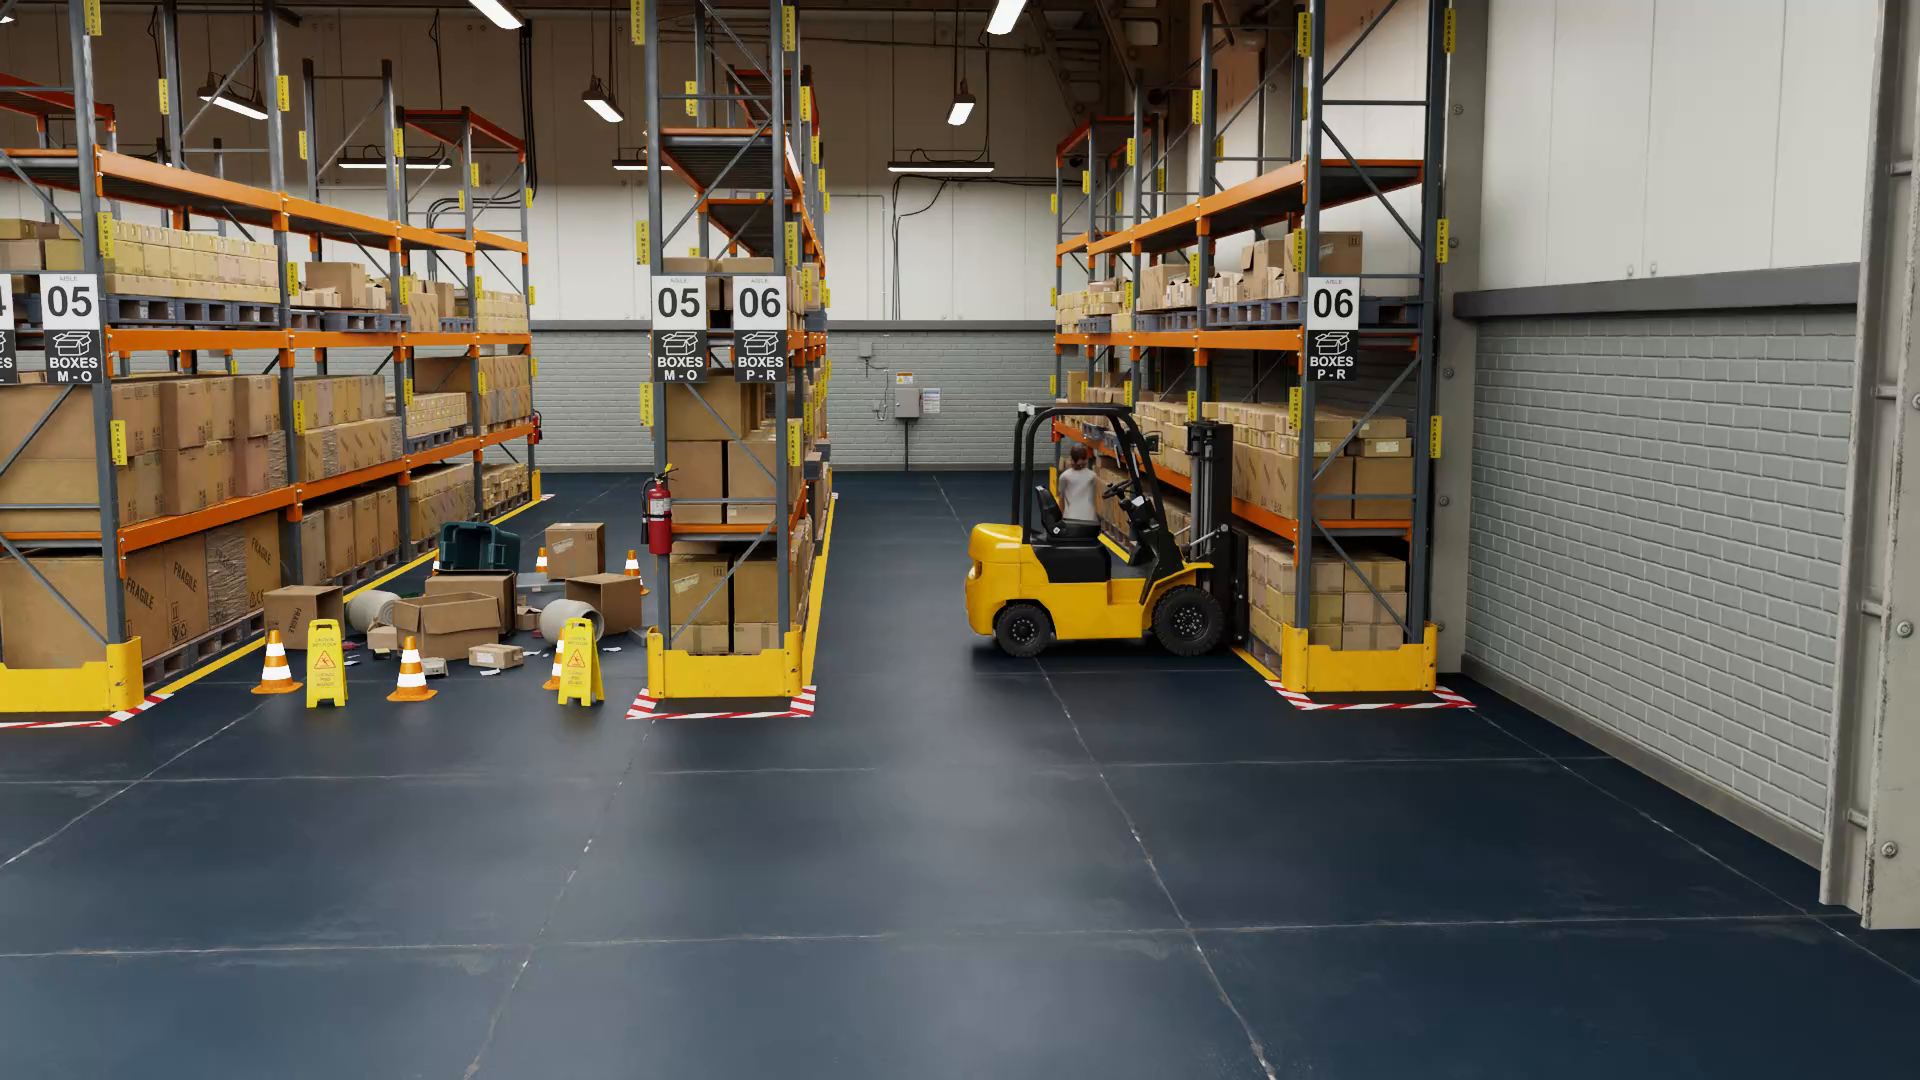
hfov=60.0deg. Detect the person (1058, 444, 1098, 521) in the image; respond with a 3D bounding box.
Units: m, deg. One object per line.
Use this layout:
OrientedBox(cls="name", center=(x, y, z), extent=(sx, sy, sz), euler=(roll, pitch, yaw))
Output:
OrientedBox(cls="person", center=(1.214, -0.171, 17.230), extent=(0.411, 1.666, 0.506), euler=(-1, 7, -5))
